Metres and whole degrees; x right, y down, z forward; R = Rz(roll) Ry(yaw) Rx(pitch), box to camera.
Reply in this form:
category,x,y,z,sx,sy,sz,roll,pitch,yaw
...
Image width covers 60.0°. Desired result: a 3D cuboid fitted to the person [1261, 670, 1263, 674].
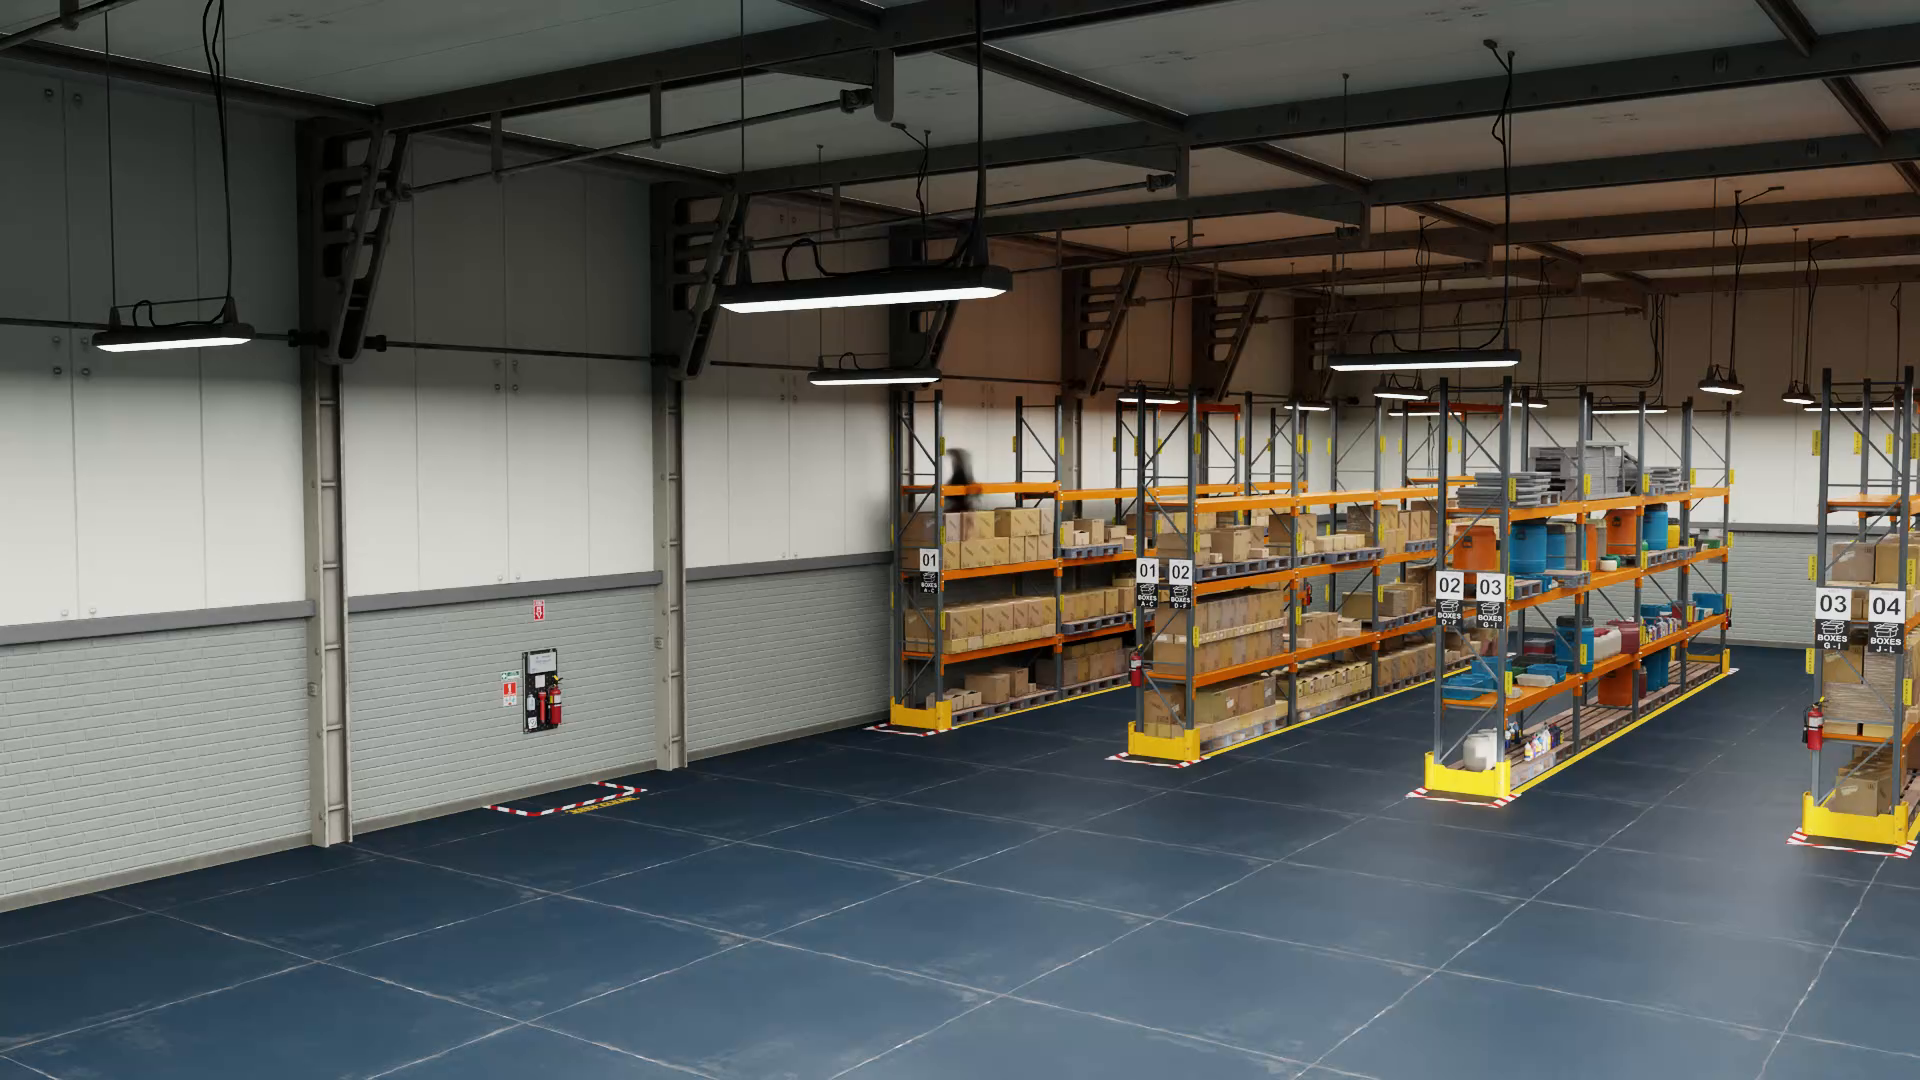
category,x,y,z,sx,sy,sz,roll,pitch,yaw
person,5.988,2.223,33.806,0.699,1.731,0.815,3,4,42

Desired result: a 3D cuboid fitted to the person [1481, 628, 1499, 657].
category,x,y,z,sx,sy,sz,roll,pitch,yaw
person,11.491,2.151,35.842,0.558,1.585,0.729,3,4,40

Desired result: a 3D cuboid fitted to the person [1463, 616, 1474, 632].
category,x,y,z,sx,sy,sz,roll,pitch,yaw
person,12.898,1.764,41.773,0.705,1.832,0.922,-1,3,-19
